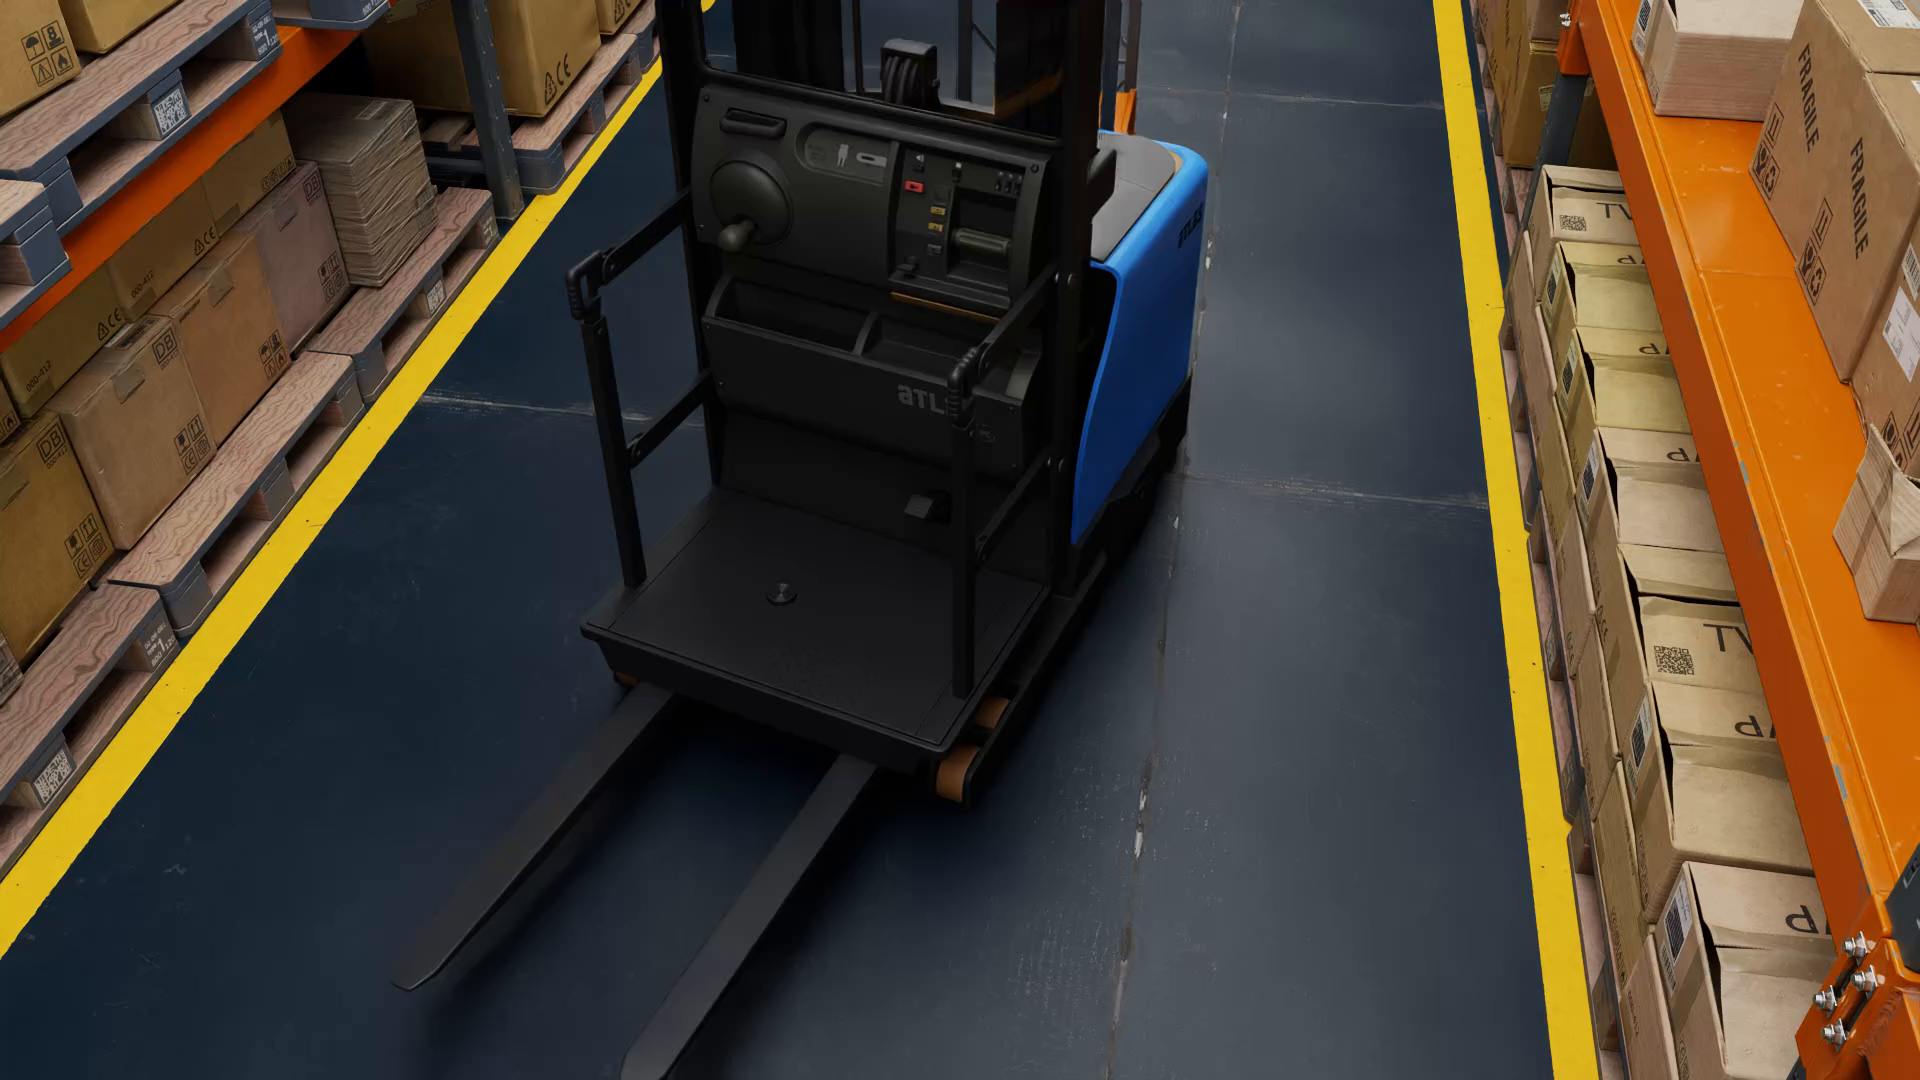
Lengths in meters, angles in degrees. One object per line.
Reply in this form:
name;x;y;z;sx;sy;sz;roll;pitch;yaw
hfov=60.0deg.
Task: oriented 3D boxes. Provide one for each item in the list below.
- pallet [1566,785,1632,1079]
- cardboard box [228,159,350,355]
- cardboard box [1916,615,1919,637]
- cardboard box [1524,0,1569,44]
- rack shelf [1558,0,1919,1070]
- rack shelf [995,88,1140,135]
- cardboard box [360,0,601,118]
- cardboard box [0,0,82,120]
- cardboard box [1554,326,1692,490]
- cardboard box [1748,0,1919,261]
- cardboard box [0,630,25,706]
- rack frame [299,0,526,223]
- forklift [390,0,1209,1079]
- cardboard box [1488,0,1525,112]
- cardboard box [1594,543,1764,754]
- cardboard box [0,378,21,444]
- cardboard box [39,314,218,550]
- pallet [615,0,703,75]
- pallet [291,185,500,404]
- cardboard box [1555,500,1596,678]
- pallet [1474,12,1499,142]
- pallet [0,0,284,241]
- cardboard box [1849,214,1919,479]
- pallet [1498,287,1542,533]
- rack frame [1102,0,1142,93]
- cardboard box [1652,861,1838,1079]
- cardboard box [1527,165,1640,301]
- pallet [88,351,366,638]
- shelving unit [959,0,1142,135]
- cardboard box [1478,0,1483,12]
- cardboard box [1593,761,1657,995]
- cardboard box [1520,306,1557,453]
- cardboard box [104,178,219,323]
pallet;1.966;1.112;3.739;1.003;0.211;1.213;6;40;8
cardboard box;-2.588;-0.988;5.708;0.700;0.500;0.500;6;40;8
cardboard box;1.919;0.248;2.713;0.500;0.250;0.500;9;40;10
cardboard box;2.505;-2.150;6.524;0.500;0.250;0.500;8;40;9
rack shelf;2.223;-0.474;4.033;1.077;0.370;4.000;6;40;8
rack shelf;0.331;-1.349;5.987;0.538;0.185;1.000;6;40;8
cardboard box;-2.054;-2.330;7.072;0.750;0.750;0.750;6;40;7
cardboard box;-2.694;-1.330;4.081;0.700;0.500;0.500;12;41;14
cardboard box;2.016;-0.378;4.741;0.500;0.311;0.500;5;40;6
cardboard box;2.295;-0.990;4.015;0.500;0.500;0.500;4;40;5
cardboard box;-2.892;0.290;4.161;0.700;0.500;0.500;8;40;9
rack frame;-2.311;-2.550;5.980;1.000;3.000;0.127;6;40;8
forklift;-0.326;-0.754;3.862;1.130;2.935;3.031;17;42;19
cardboard box;2.589;-2.150;7.113;0.500;0.500;0.500;5;40;6
cardboard box;1.837;0.260;3.970;0.500;0.311;0.500;6;40;8
cardboard box;-2.819;-0.275;4.257;0.500;0.250;0.500;6;40;7
cardboard box;-2.724;-0.355;4.942;0.700;0.500;0.500;7;40;8
pallet;-1.887;-2.725;8.380;1.003;0.211;1.213;6;40;8
pallet;-2.447;-0.985;6.276;1.003;0.211;1.213;6;40;8
cardboard box;1.930;0.152;4.540;0.500;0.250;0.500;7;40;9
pallet;2.949;-2.159;7.696;1.003;0.211;1.213;6;40;8
pallet;-2.613;-1.229;4.533;1.003;0.211;1.213;6;40;8
cardboard box;2.117;-0.345;3.235;0.500;0.500;0.500;9;40;11
pallet;2.388;-0.419;5.591;1.003;0.211;1.213;6;40;8
rack frame;0.418;-1.807;6.259;0.500;1.500;0.032;6;40;8
cardboard box;1.664;0.900;3.195;0.500;0.311;0.500;6;40;8
cardboard box;2.189;-1.028;5.528;0.500;0.311;0.500;8;40;9
pallet;-2.661;-0.222;5.352;1.003;0.211;1.213;6;40;8
shelving unit;0.333;-1.494;5.880;0.587;1.500;1.083;6;40;8
cardboard box;2.762;-2.797;7.896;0.500;0.500;0.500;7;40;8
cardboard box;1.752;0.793;3.766;0.500;0.250;0.500;6;40;7
cardboard box;2.103;-0.496;5.325;0.500;0.250;0.500;5;40;6
cardboard box;-2.628;-0.913;5.029;0.500;0.250;0.500;6;40;7
